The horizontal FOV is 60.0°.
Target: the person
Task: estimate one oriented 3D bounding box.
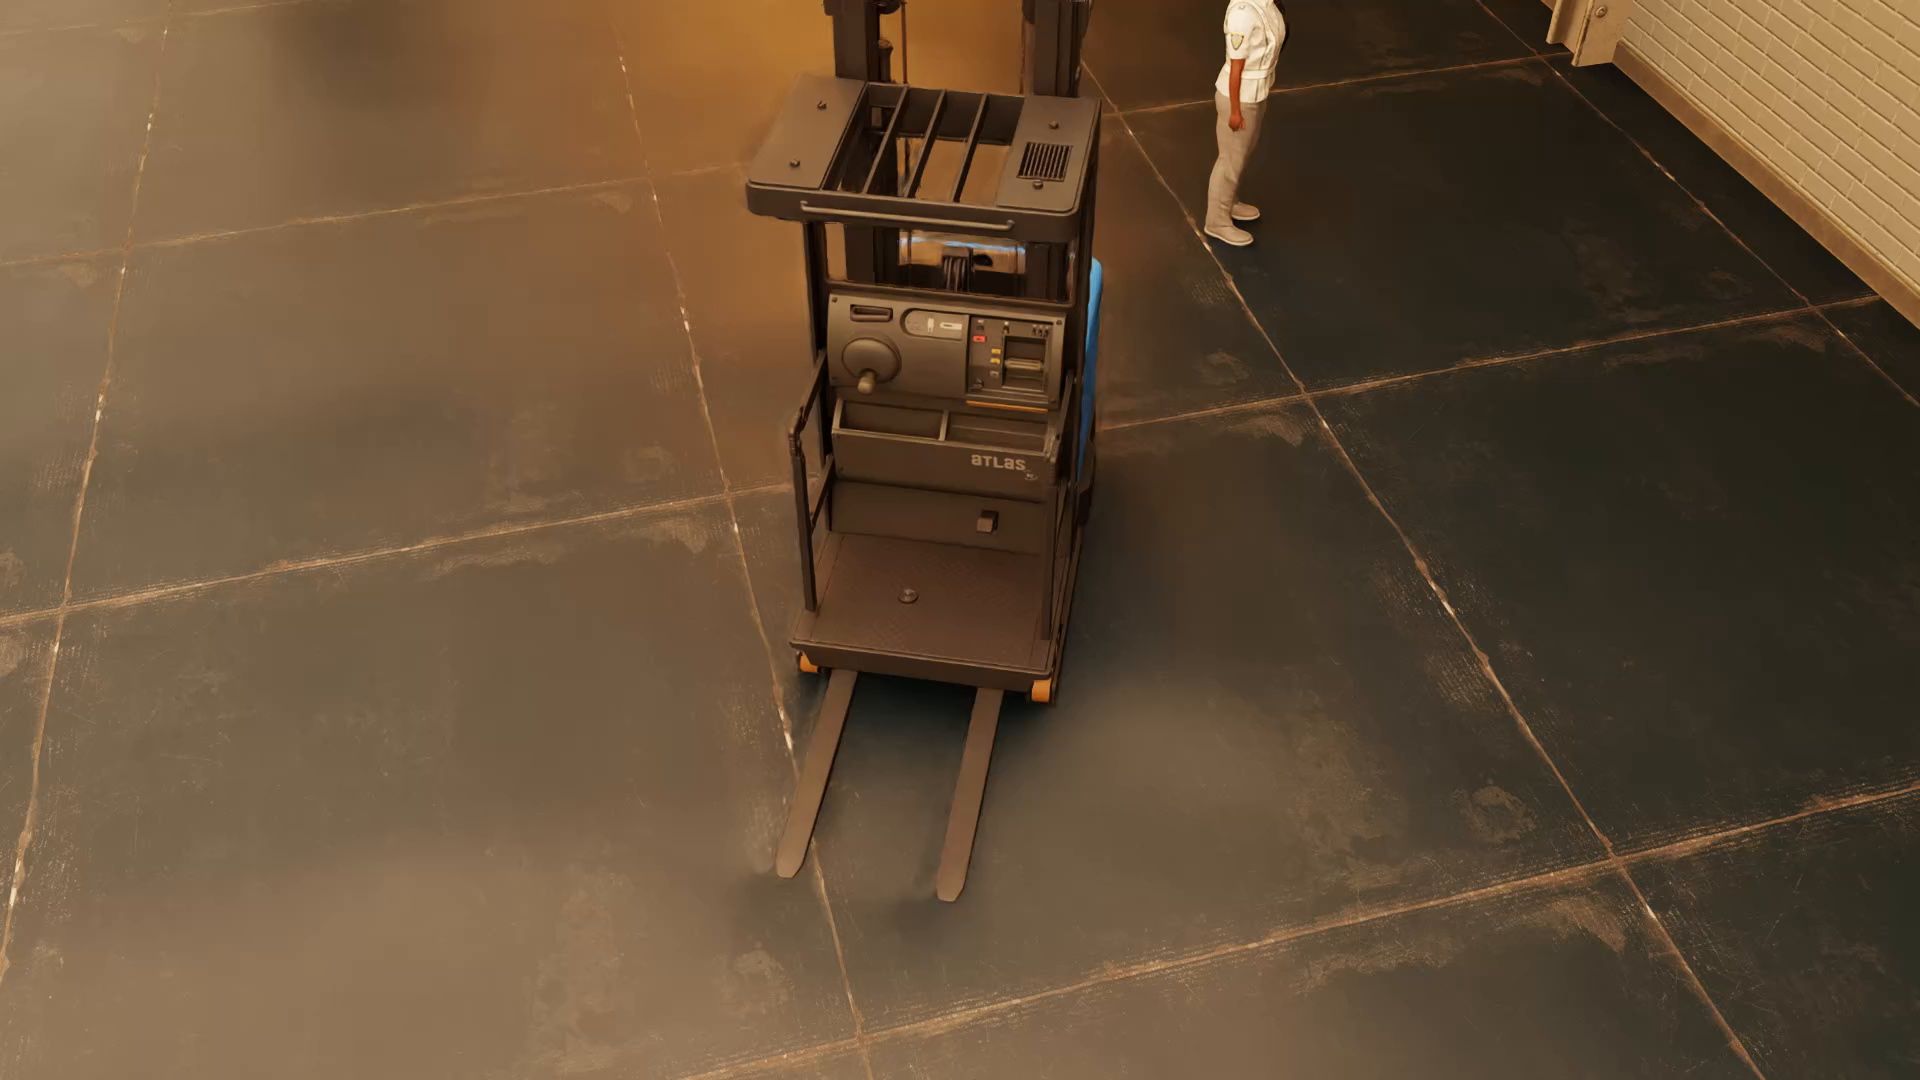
[{"bbox_3d":[1.581,-2.462,9.162,0.345,1.685,0.462,14,45,15],"label":"person"}]

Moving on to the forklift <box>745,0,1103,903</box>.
[{"bbox_3d":[-0.092,-0.648,6.331,1.130,2.935,3.031,7,44,7],"label":"forklift"}]
